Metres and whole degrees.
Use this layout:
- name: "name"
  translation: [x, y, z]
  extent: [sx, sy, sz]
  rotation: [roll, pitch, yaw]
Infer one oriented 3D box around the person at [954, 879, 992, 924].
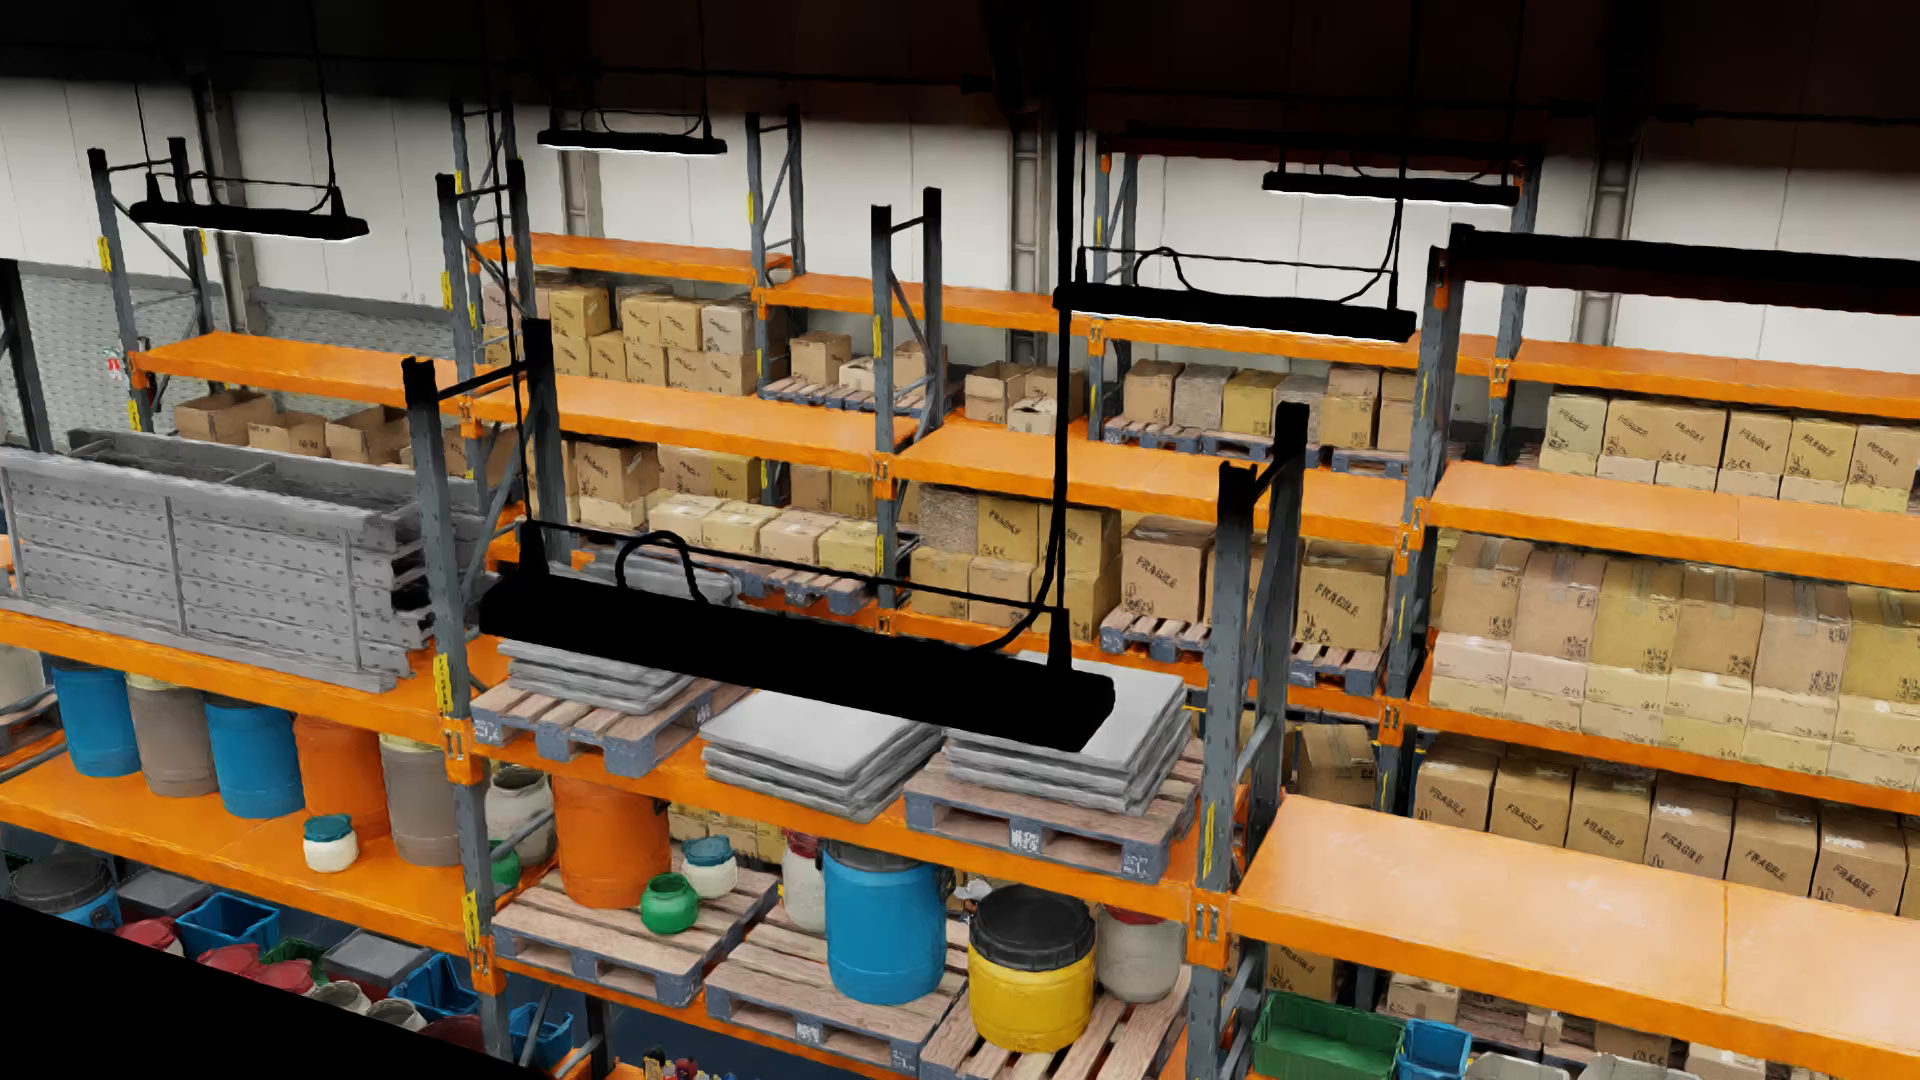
- name: "person"
  translation: [0.174, 3.176, 11.932]
  extent: [1.001, 1.606, 0.493]
  rotation: [8, 22, 21]
